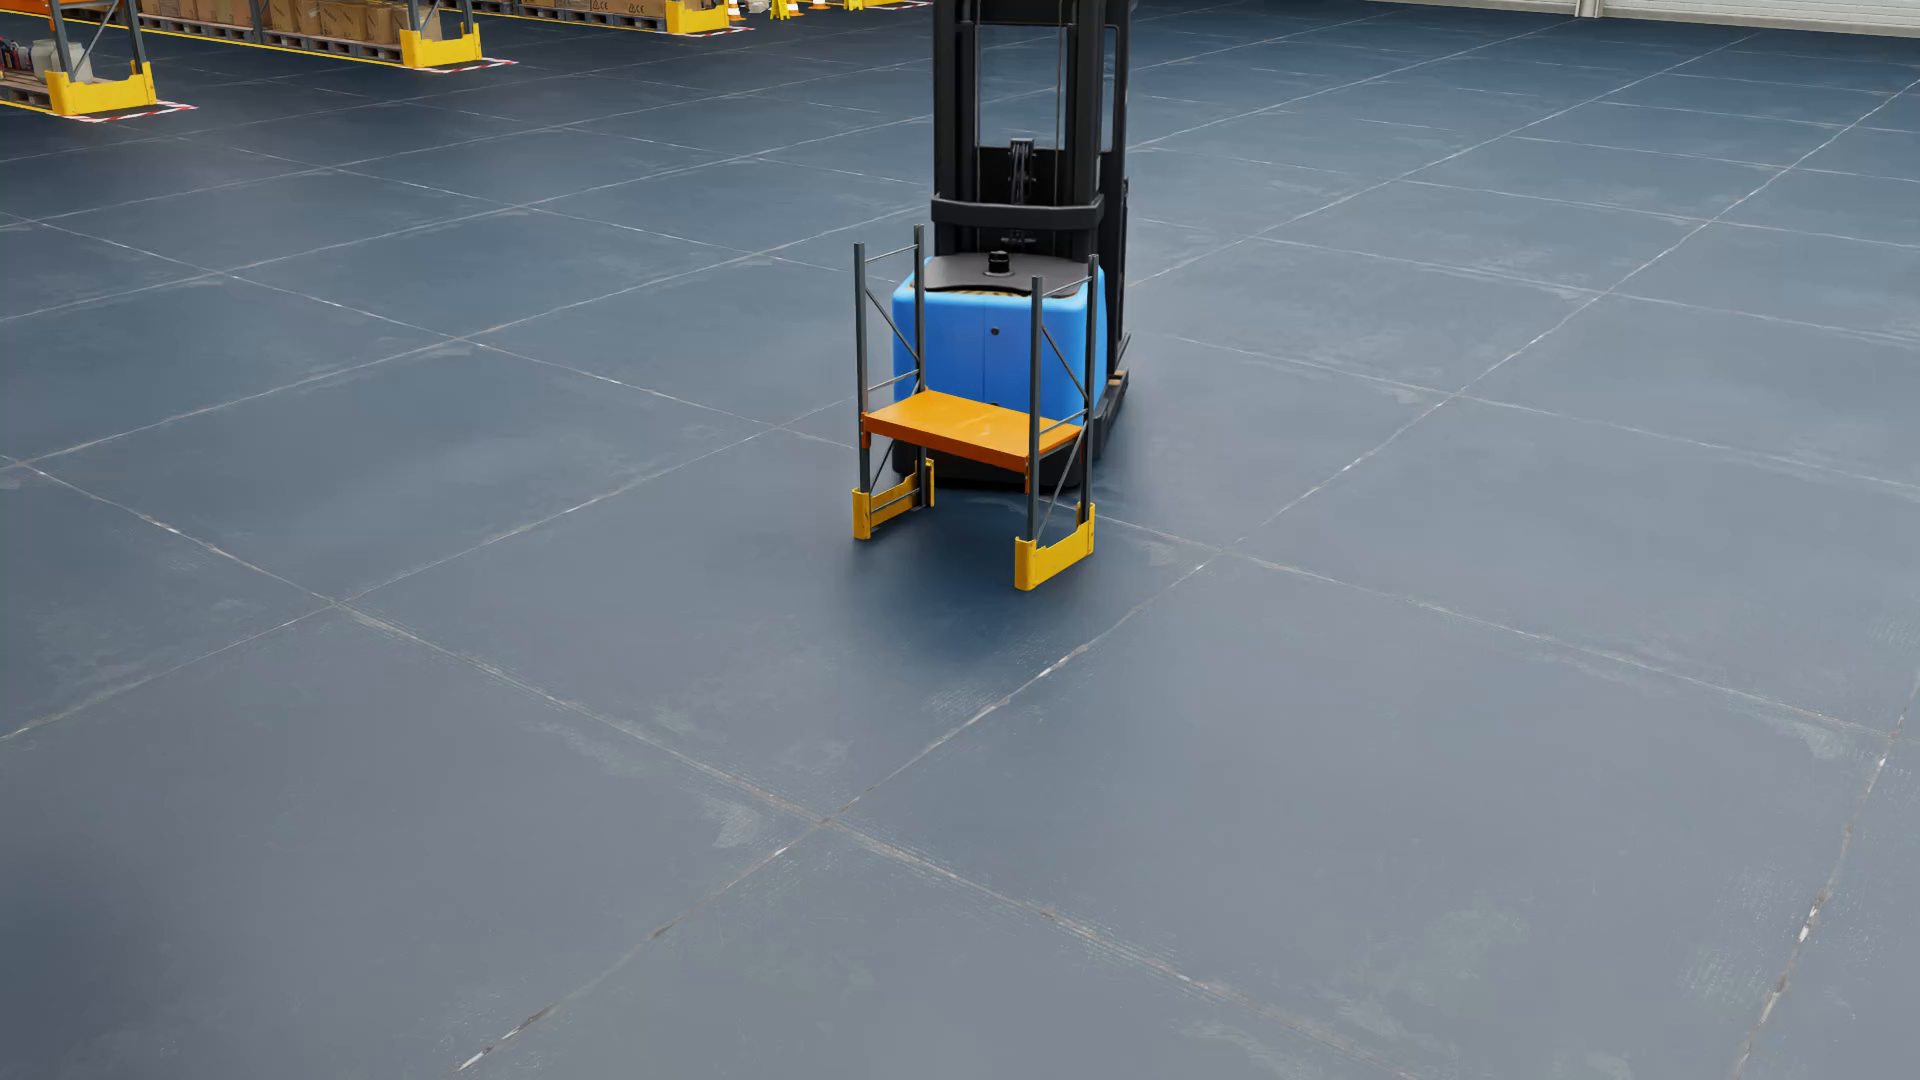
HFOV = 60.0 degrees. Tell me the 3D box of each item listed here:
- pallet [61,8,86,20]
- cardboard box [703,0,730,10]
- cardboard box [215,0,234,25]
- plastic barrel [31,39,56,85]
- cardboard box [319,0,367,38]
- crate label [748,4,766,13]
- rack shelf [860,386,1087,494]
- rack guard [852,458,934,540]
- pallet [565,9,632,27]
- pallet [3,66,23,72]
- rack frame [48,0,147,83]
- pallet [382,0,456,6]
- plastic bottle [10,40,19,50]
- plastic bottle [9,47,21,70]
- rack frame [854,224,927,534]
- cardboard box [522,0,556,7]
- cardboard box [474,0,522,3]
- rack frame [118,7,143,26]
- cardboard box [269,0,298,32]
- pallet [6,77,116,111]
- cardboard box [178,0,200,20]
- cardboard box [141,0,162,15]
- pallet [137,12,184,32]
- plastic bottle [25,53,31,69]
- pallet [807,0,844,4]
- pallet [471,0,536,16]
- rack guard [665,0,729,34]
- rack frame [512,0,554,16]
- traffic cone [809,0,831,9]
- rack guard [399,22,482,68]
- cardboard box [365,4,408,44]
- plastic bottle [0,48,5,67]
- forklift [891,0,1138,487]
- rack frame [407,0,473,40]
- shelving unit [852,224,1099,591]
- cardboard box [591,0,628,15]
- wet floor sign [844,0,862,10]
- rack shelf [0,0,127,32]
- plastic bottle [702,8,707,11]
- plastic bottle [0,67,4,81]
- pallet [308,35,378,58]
[{"bbox_3d":[-15.367,-9.429,29.511,1.213,0.211,1.003,17,29,33],"label":"pallet"},{"bbox_3d":[-4.388,-9.923,30.270,0.637,0.503,0.797,-1,24,-3],"label":"cardboard box"},{"bbox_3d":[-11.457,-8.562,26.639,0.500,0.500,0.700,17,29,33],"label":"cardboard box"},{"bbox_3d":[-11.351,-5.971,20.770,0.421,0.512,0.421,0,24,0],"label":"plastic barrel"},{"bbox_3d":[-9.305,-7.905,25.174,0.500,0.500,0.500,14,27,29],"label":"cardboard box"},{"bbox_3d":[-3.642,-9.565,29.912,0.298,0.136,0.250,3,24,6],"label":"crate label"},{"bbox_3d":[0.068,-0.501,8.097,1.000,0.185,0.538,17,29,33],"label":"rack shelf"},{"bbox_3d":[-0.338,-0.216,8.554,0.087,0.250,0.587,17,29,33],"label":"rack guard"},{"bbox_3d":[-6.011,-9.023,28.590,1.213,0.211,1.003,17,29,33],"label":"pallet"},{"bbox_3d":[-13.066,-6.177,22.132,1.213,0.211,1.003,17,29,33],"label":"pallet"},{"bbox_3d":[-10.378,-6.662,19.773,0.127,3.000,1.000,17,29,33],"label":"rack frame"},{"bbox_3d":[-10.168,-10.279,31.442,1.213,0.211,1.003,17,29,33],"label":"pallet"},{"bbox_3d":[-12.478,-6.431,21.989,0.185,0.351,0.144,17,29,33],"label":"plastic bottle"},{"bbox_3d":[-12.414,-6.325,21.832,0.133,0.283,0.061,17,29,33],"label":"plastic bottle"},{"bbox_3d":[-0.339,-0.789,8.303,0.032,1.500,0.500,17,29,33],"label":"rack frame"},{"bbox_3d":[-7.091,-9.848,29.119,0.875,0.875,0.875,17,29,34],"label":"cardboard box"},{"bbox_3d":[-8.103,-10.087,29.816,0.750,0.750,1.050,17,29,33],"label":"cardboard box"},{"bbox_3d":[-13.809,-10.195,27.791,0.127,3.000,1.000,17,29,33],"label":"rack frame"},{"bbox_3d":[-10.312,-8.166,25.766,0.500,0.500,0.500,16,28,32],"label":"cardboard box"},{"bbox_3d":[-11.114,-5.587,20.792,1.213,0.211,1.003,17,29,33],"label":"pallet"},{"bbox_3d":[-12.351,-8.832,27.252,0.500,0.500,0.700,20,31,38],"label":"cardboard box"},{"bbox_3d":[-13.261,-9.096,27.853,0.500,0.500,0.700,15,28,31],"label":"cardboard box"},{"bbox_3d":[-13.185,-8.729,27.923,1.213,0.211,1.003,17,29,33],"label":"pallet"},{"bbox_3d":[-12.240,-6.303,21.882,0.097,0.201,0.097,0,24,0],"label":"plastic bottle"},{"bbox_3d":[-2.154,-10.408,31.732,1.213,0.211,1.003,17,29,33],"label":"pallet"},{"bbox_3d":[-8.215,-9.689,30.102,1.213,0.211,1.003,17,29,33],"label":"pallet"},{"bbox_3d":[-4.333,-8.686,27.467,0.348,0.500,1.175,17,29,33],"label":"rack guard"},{"bbox_3d":[-7.553,-10.803,29.172,0.127,3.000,1.000,17,29,33],"label":"rack frame"},{"bbox_3d":[-2.582,-9.984,30.460,0.334,0.463,0.336,17,29,33],"label":"traffic cone"},{"bbox_3d":[-7.468,-7.135,23.946,0.348,0.500,1.175,17,29,33],"label":"rack guard"},{"bbox_3d":[-8.396,-7.598,24.477,0.500,0.500,0.500,-17,29,-34],"label":"cardboard box"},{"bbox_3d":[-12.806,-6.421,22.059,0.135,0.276,0.152,17,29,33],"label":"plastic bottle"},{"bbox_3d":[0.444,-2.188,9.705,1.130,2.935,3.031,5,24,11],"label":"forklift"},{"bbox_3d":[-7.407,-8.260,23.400,0.127,3.000,1.000,17,29,33],"label":"rack frame"},{"bbox_3d":[0.061,-0.668,8.029,1.083,1.500,0.587,17,29,33],"label":"shelving unit"},{"bbox_3d":[-5.639,-9.411,28.125,0.875,0.875,0.875,16,29,32],"label":"cardboard box"},{"bbox_3d":[-1.954,-9.989,30.244,0.267,0.644,0.232,-15,28,-30],"label":"wet floor sign"},{"bbox_3d":[-11.978,-6.816,21.016,4.000,0.370,1.077,17,29,33],"label":"rack shelf"},{"bbox_3d":[-4.703,-9.535,29.939,0.283,0.061,0.133,7,25,15],"label":"plastic bottle"},{"bbox_3d":[-12.110,-5.885,20.936,0.097,0.201,0.097,0,24,0],"label":"plastic bottle"},{"bbox_3d":[-9.069,-7.505,25.146,1.213,0.211,1.003,17,29,33],"label":"pallet"}]
